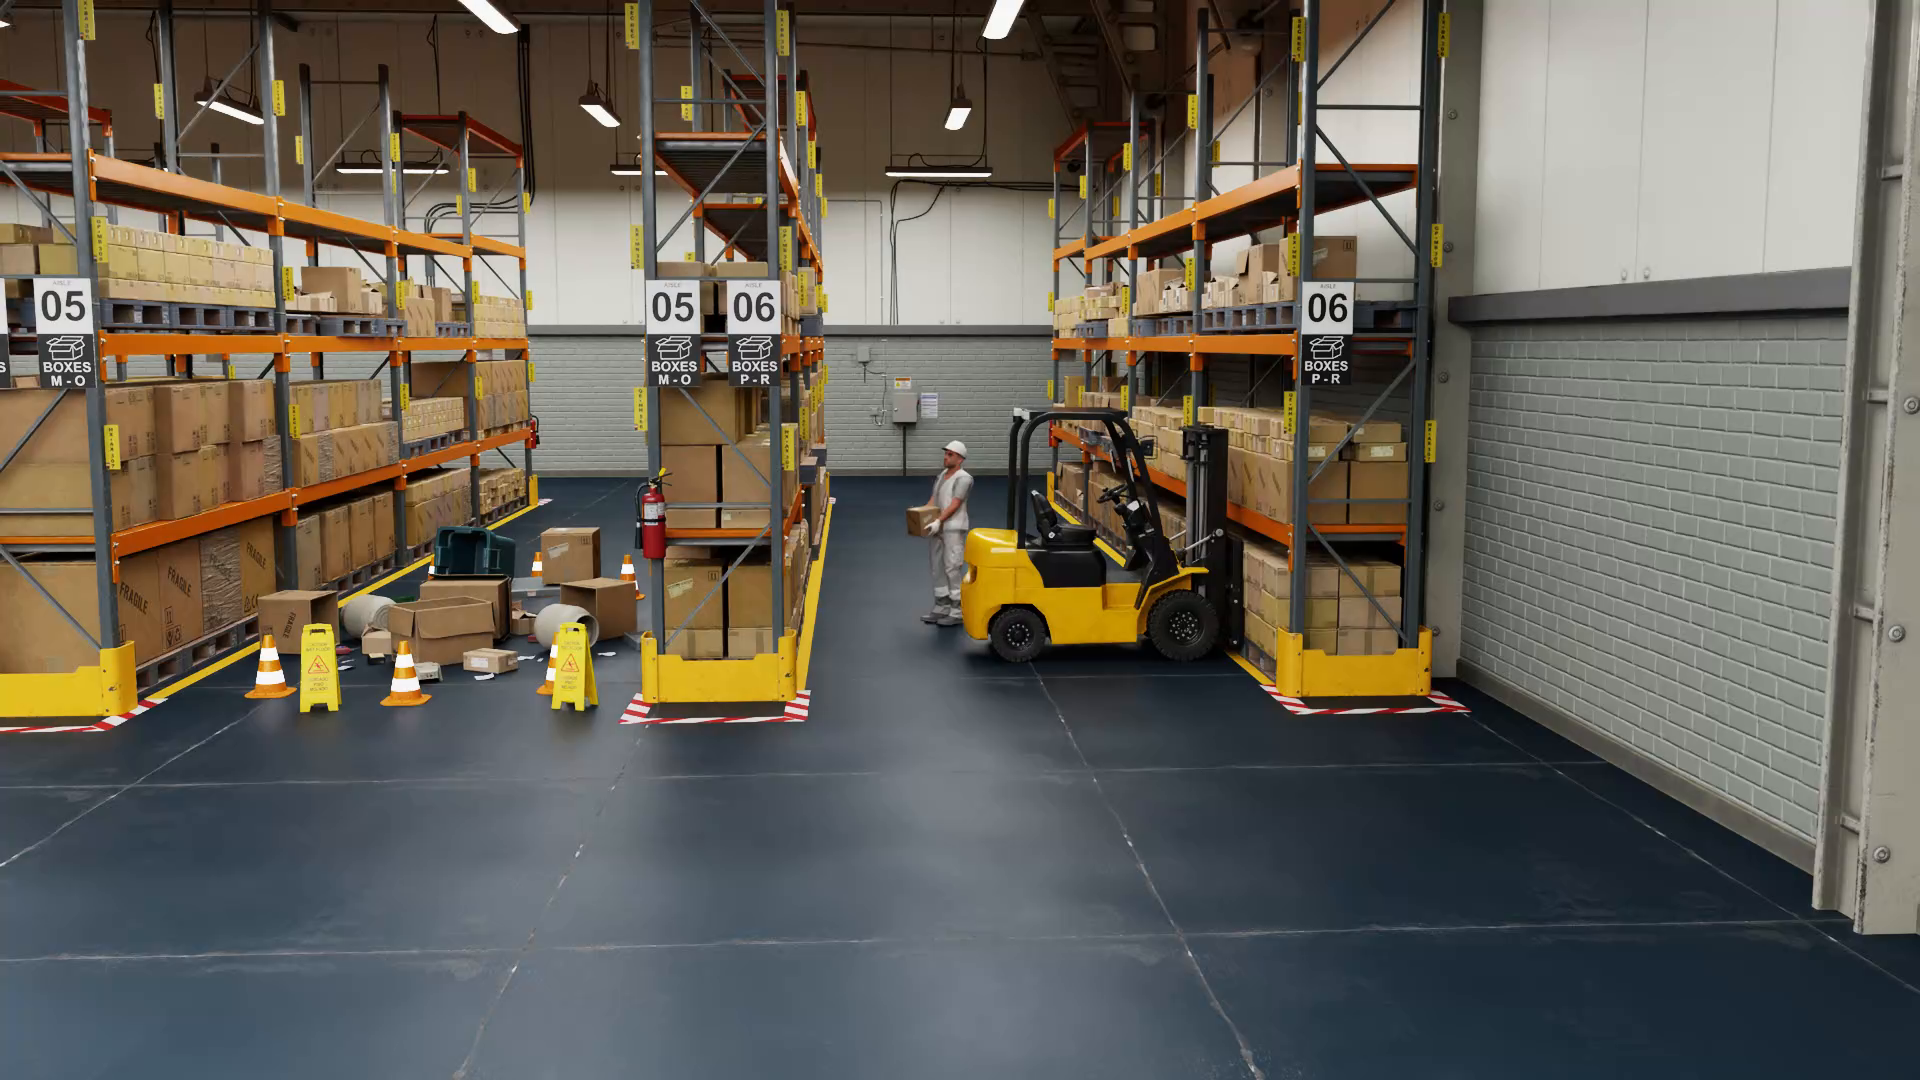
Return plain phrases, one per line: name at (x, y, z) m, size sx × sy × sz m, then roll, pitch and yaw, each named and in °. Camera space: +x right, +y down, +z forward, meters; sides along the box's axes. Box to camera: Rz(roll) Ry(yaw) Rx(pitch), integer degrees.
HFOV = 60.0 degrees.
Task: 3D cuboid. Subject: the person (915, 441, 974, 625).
person at (-0.182, -0.066, 16.181) m, size 0.562 × 1.792 × 0.506 m, roll -4°, pitch 8°, yaw -33°
